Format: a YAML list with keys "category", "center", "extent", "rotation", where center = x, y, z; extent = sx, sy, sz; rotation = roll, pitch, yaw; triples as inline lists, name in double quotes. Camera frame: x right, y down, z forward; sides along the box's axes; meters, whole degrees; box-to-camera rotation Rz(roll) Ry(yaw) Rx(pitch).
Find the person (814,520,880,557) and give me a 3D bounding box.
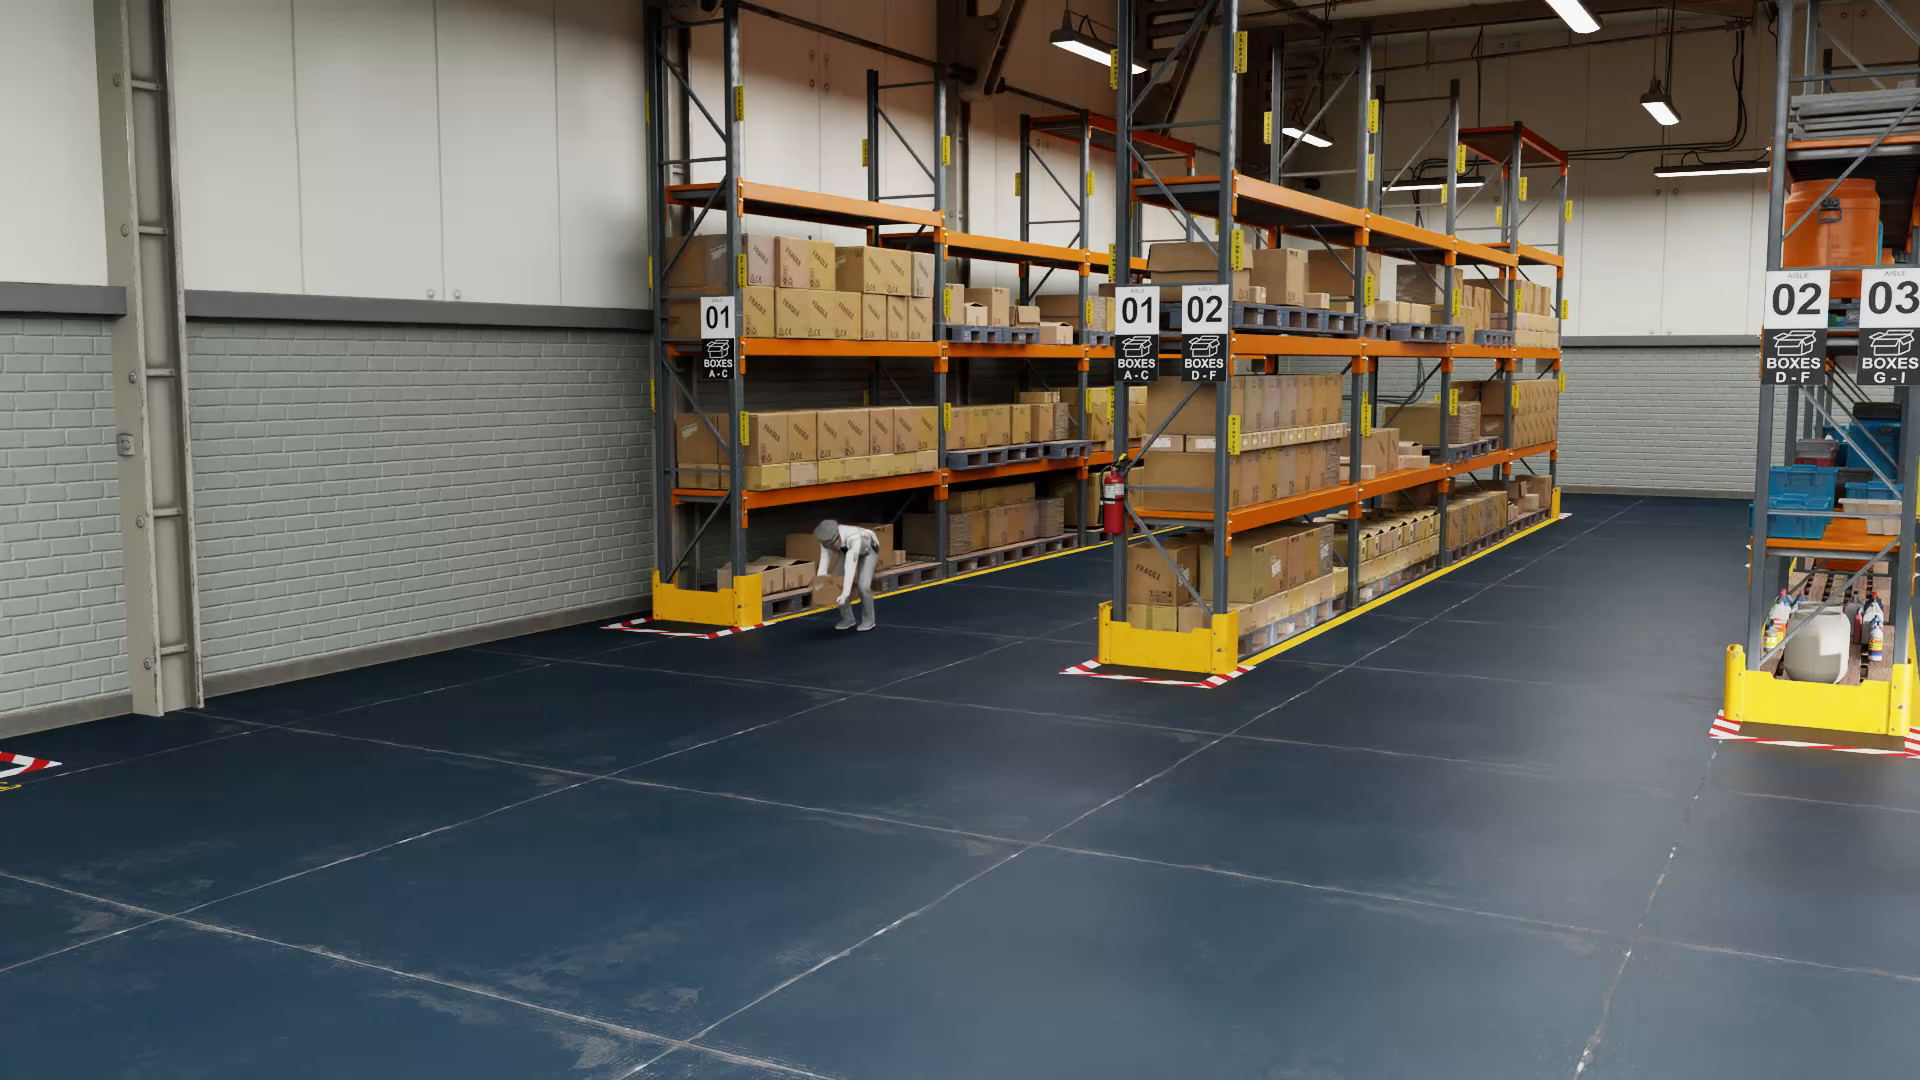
- category: "person"
  center: [-1.089, -0.024, 15.862]
  extent: [0.384, 0.388, 0.910]
  rotation: [3, 7, 26]
